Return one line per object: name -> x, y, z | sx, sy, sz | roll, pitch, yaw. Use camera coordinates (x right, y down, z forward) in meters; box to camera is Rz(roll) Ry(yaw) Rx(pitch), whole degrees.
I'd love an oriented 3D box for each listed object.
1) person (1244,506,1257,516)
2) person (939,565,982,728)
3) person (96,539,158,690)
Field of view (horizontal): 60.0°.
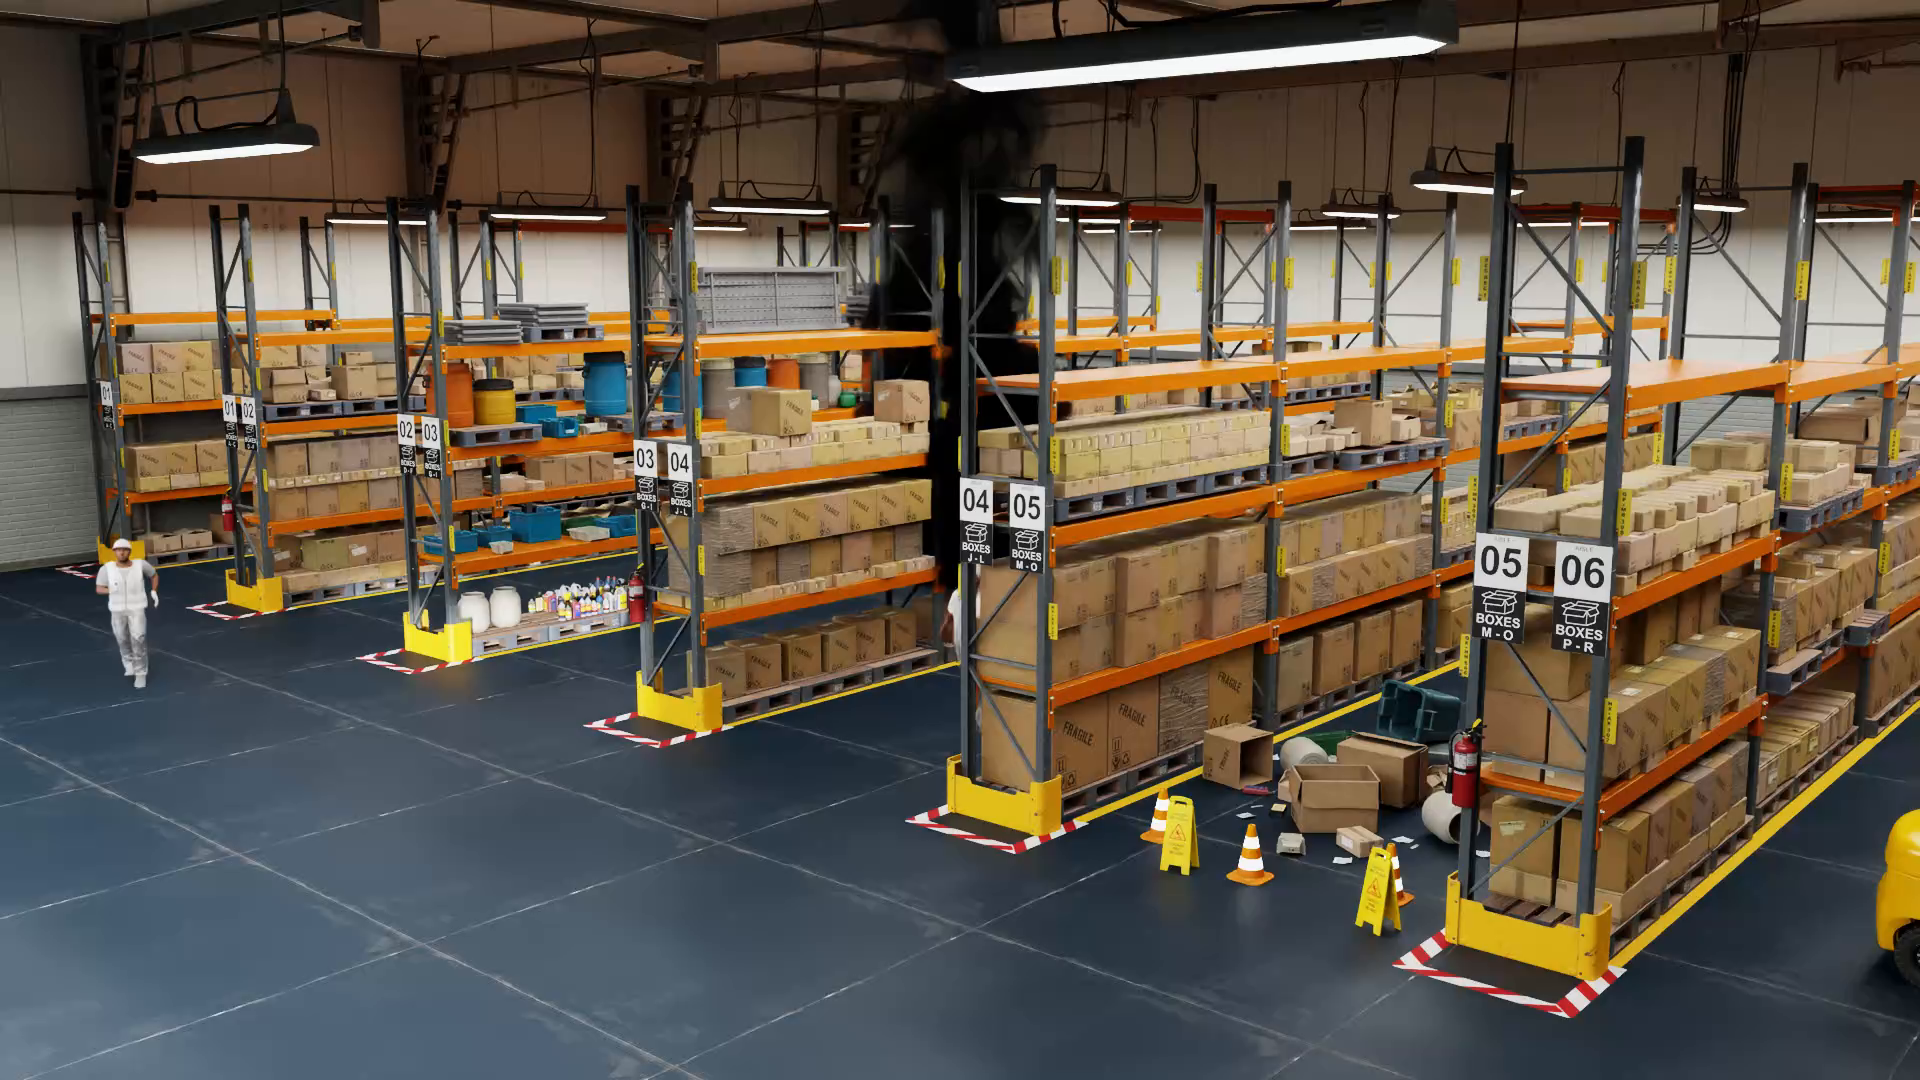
person -> 3.854, 0.375, 22.467 | 0.592, 1.635, 0.570 | 6, 11, 30
person -> 0.090, 1.124, 17.589 | 0.700, 1.776, 0.575 | 8, 12, 40
person -> -10.252, 0.891, 20.513 | 0.664, 1.843, 0.798 | -3, 10, -18
